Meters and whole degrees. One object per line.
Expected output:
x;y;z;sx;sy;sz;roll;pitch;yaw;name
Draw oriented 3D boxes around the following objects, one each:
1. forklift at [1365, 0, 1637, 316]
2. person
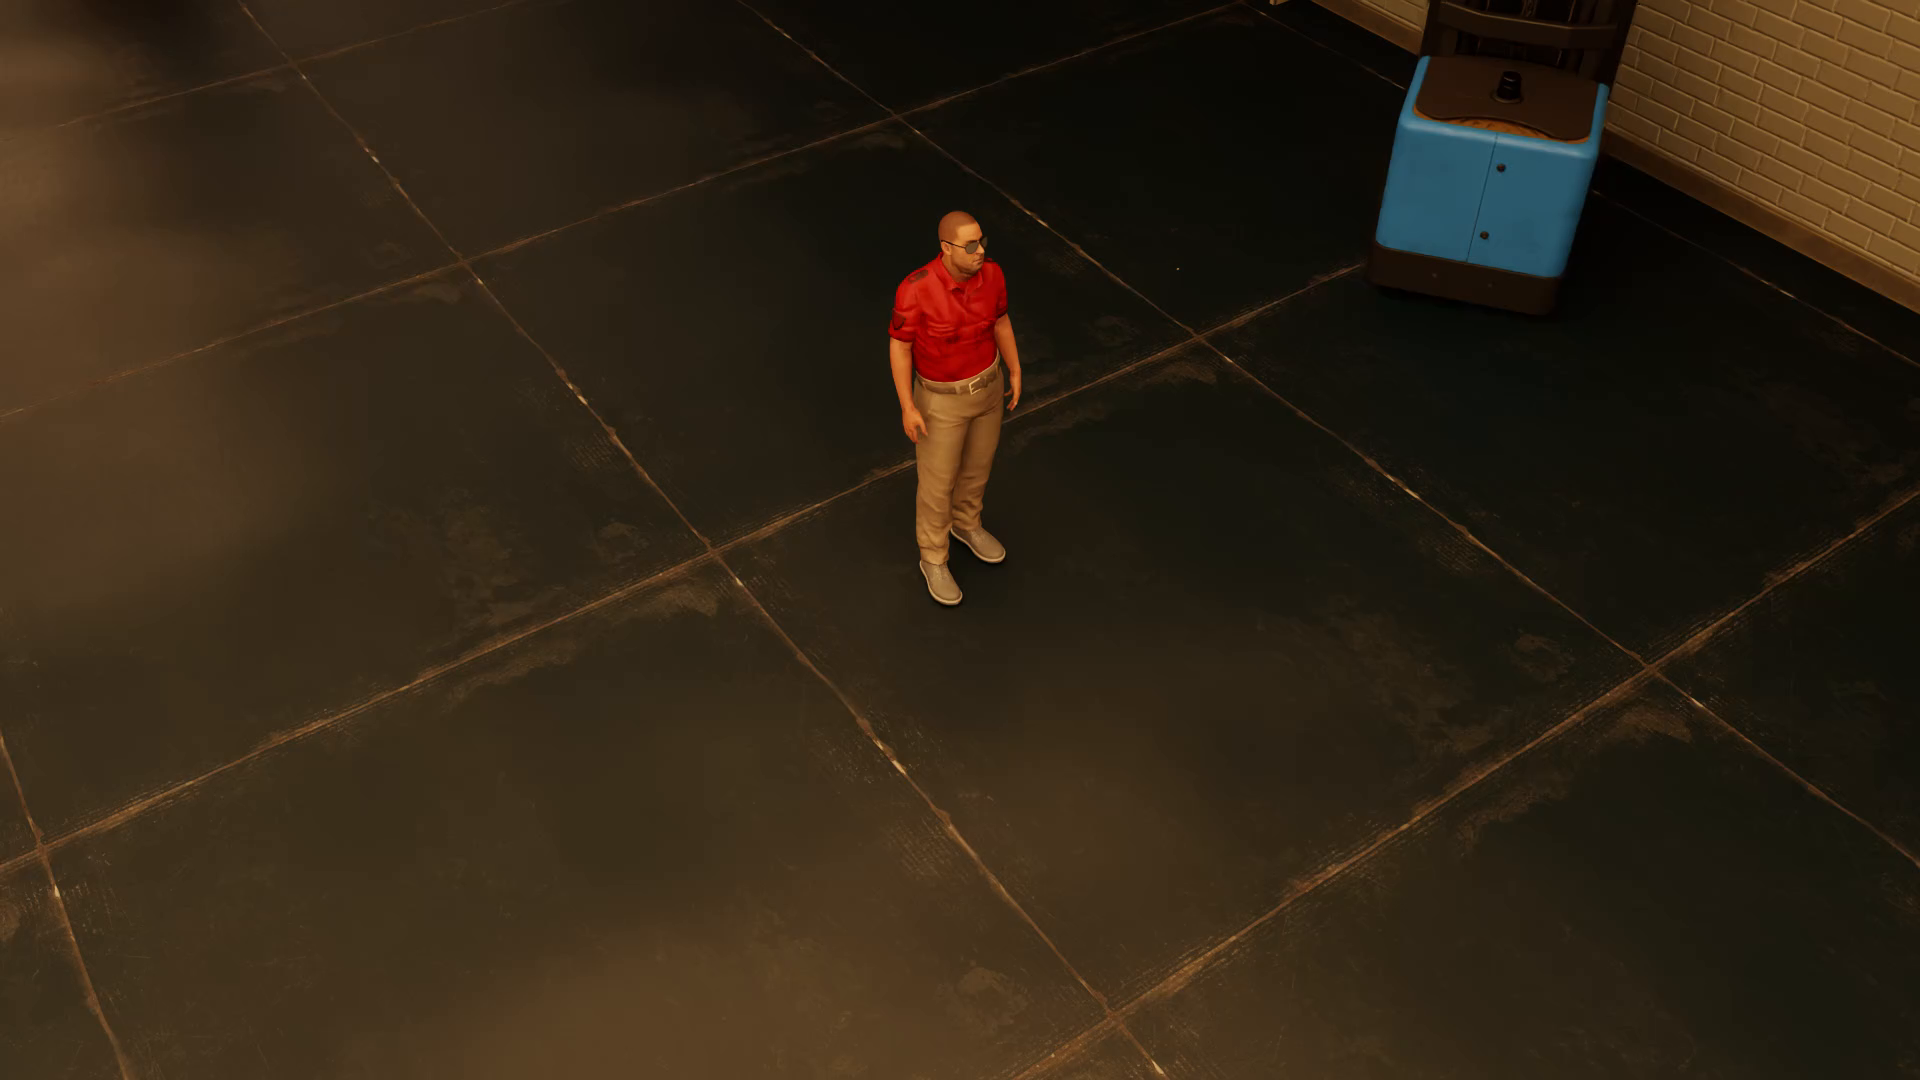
3.275;-3.316;9.314;1.130;2.935;3.031;14;44;15;forklift
0.041;-0.586;7.228;0.640;1.727;0.551;-25;48;-25;person
